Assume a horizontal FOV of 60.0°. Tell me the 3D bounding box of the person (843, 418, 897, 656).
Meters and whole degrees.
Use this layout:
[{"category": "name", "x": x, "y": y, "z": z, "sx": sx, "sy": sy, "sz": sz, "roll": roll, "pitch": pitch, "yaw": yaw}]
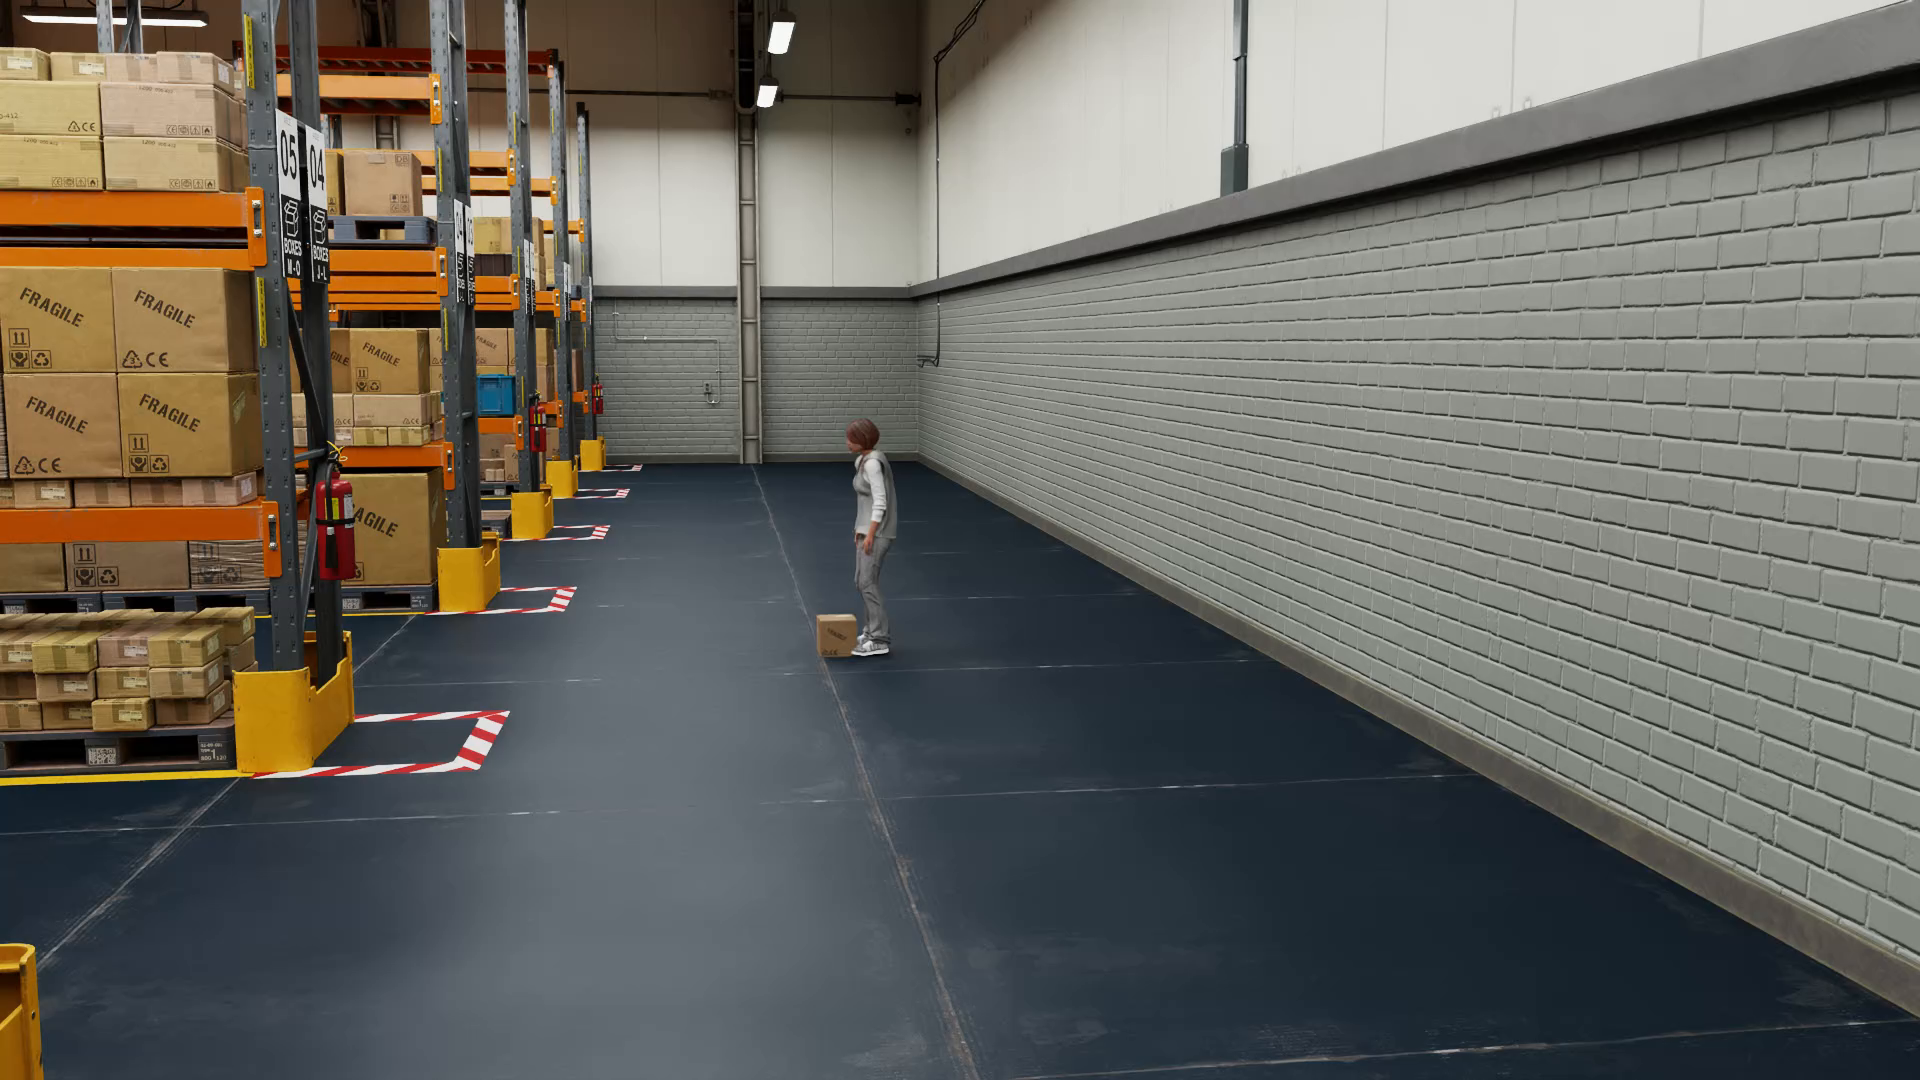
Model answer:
[{"category": "person", "x": -0.611, "y": -0.024, "z": 11.234, "sx": 0.350, "sy": 1.593, "sz": 0.470, "roll": -1, "pitch": 7, "yaw": -9}]
